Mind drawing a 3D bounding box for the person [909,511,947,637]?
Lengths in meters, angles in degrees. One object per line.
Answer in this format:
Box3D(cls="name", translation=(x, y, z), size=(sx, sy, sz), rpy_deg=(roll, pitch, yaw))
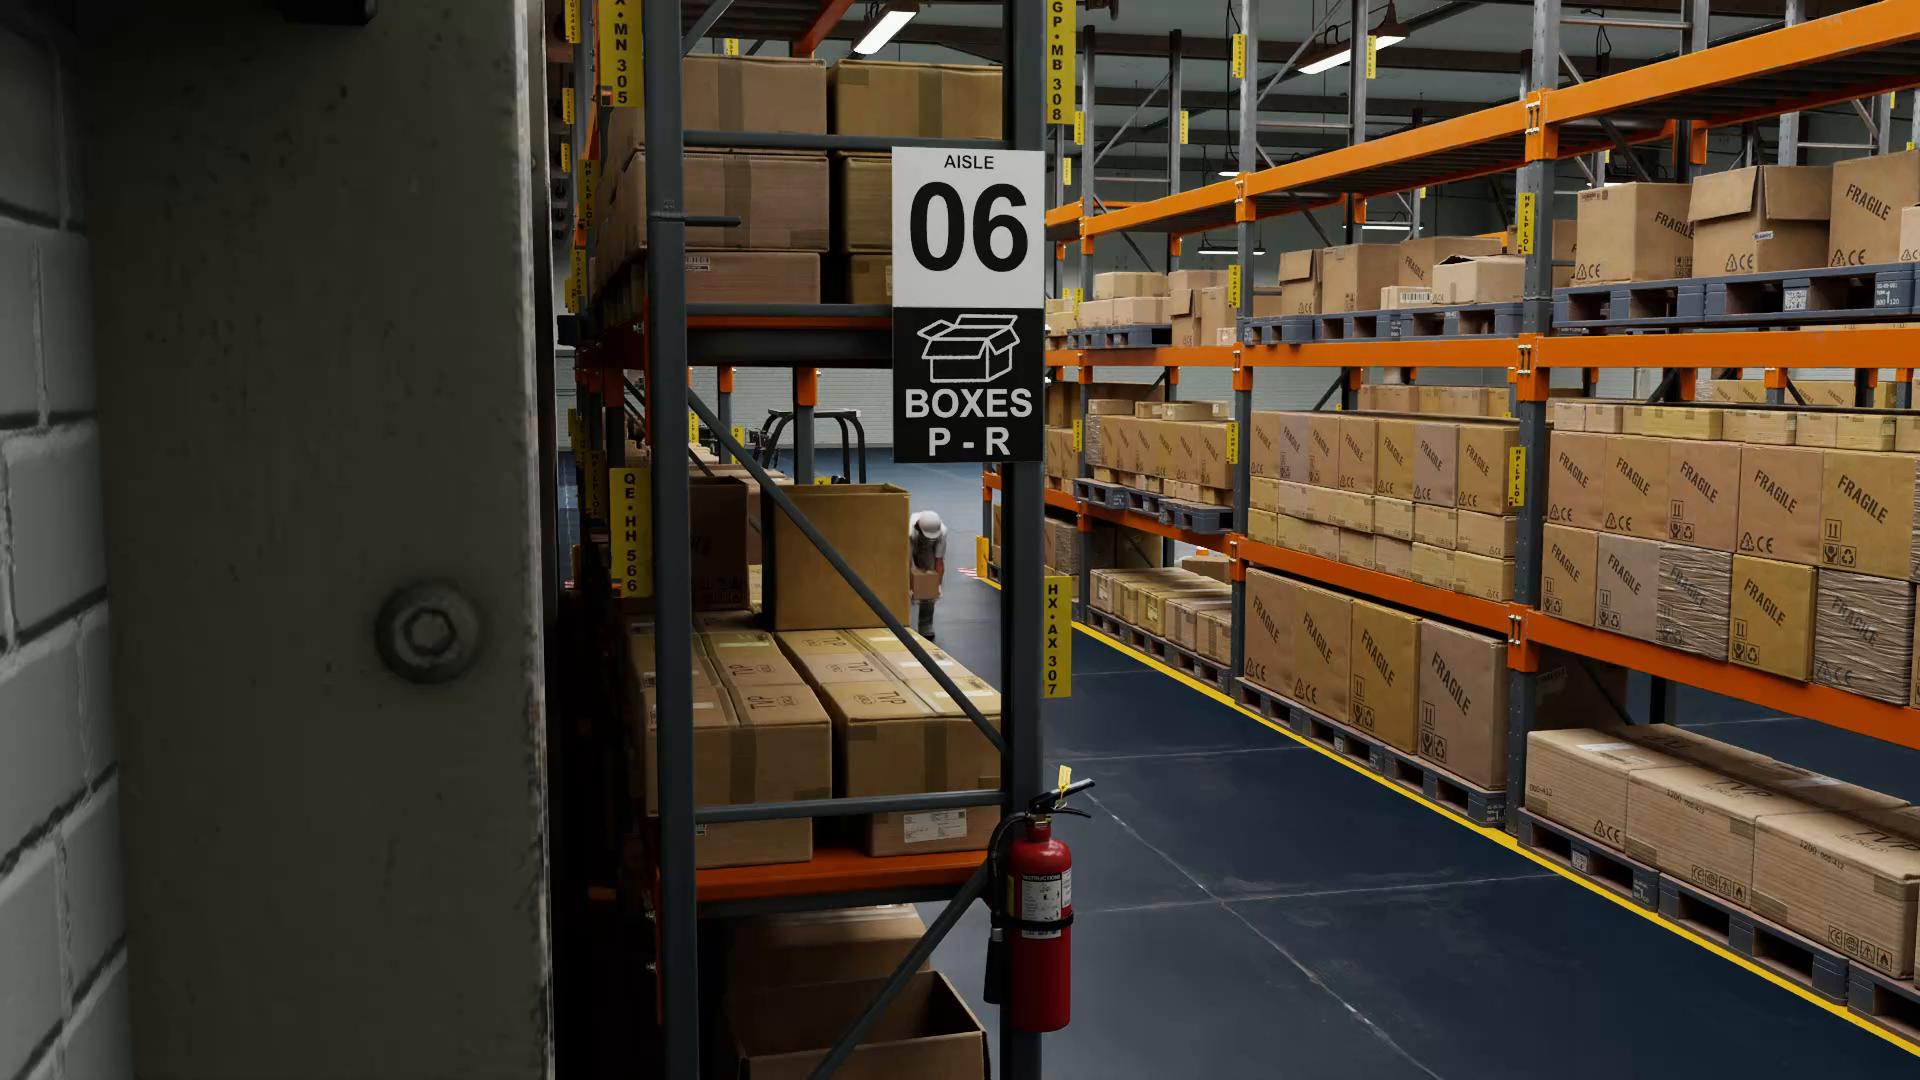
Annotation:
Box3D(cls="person", translation=(-0.384, 0.324, 16.115), size=(0.490, 1.280, 0.954), rpy_deg=(-2, 6, -15))
